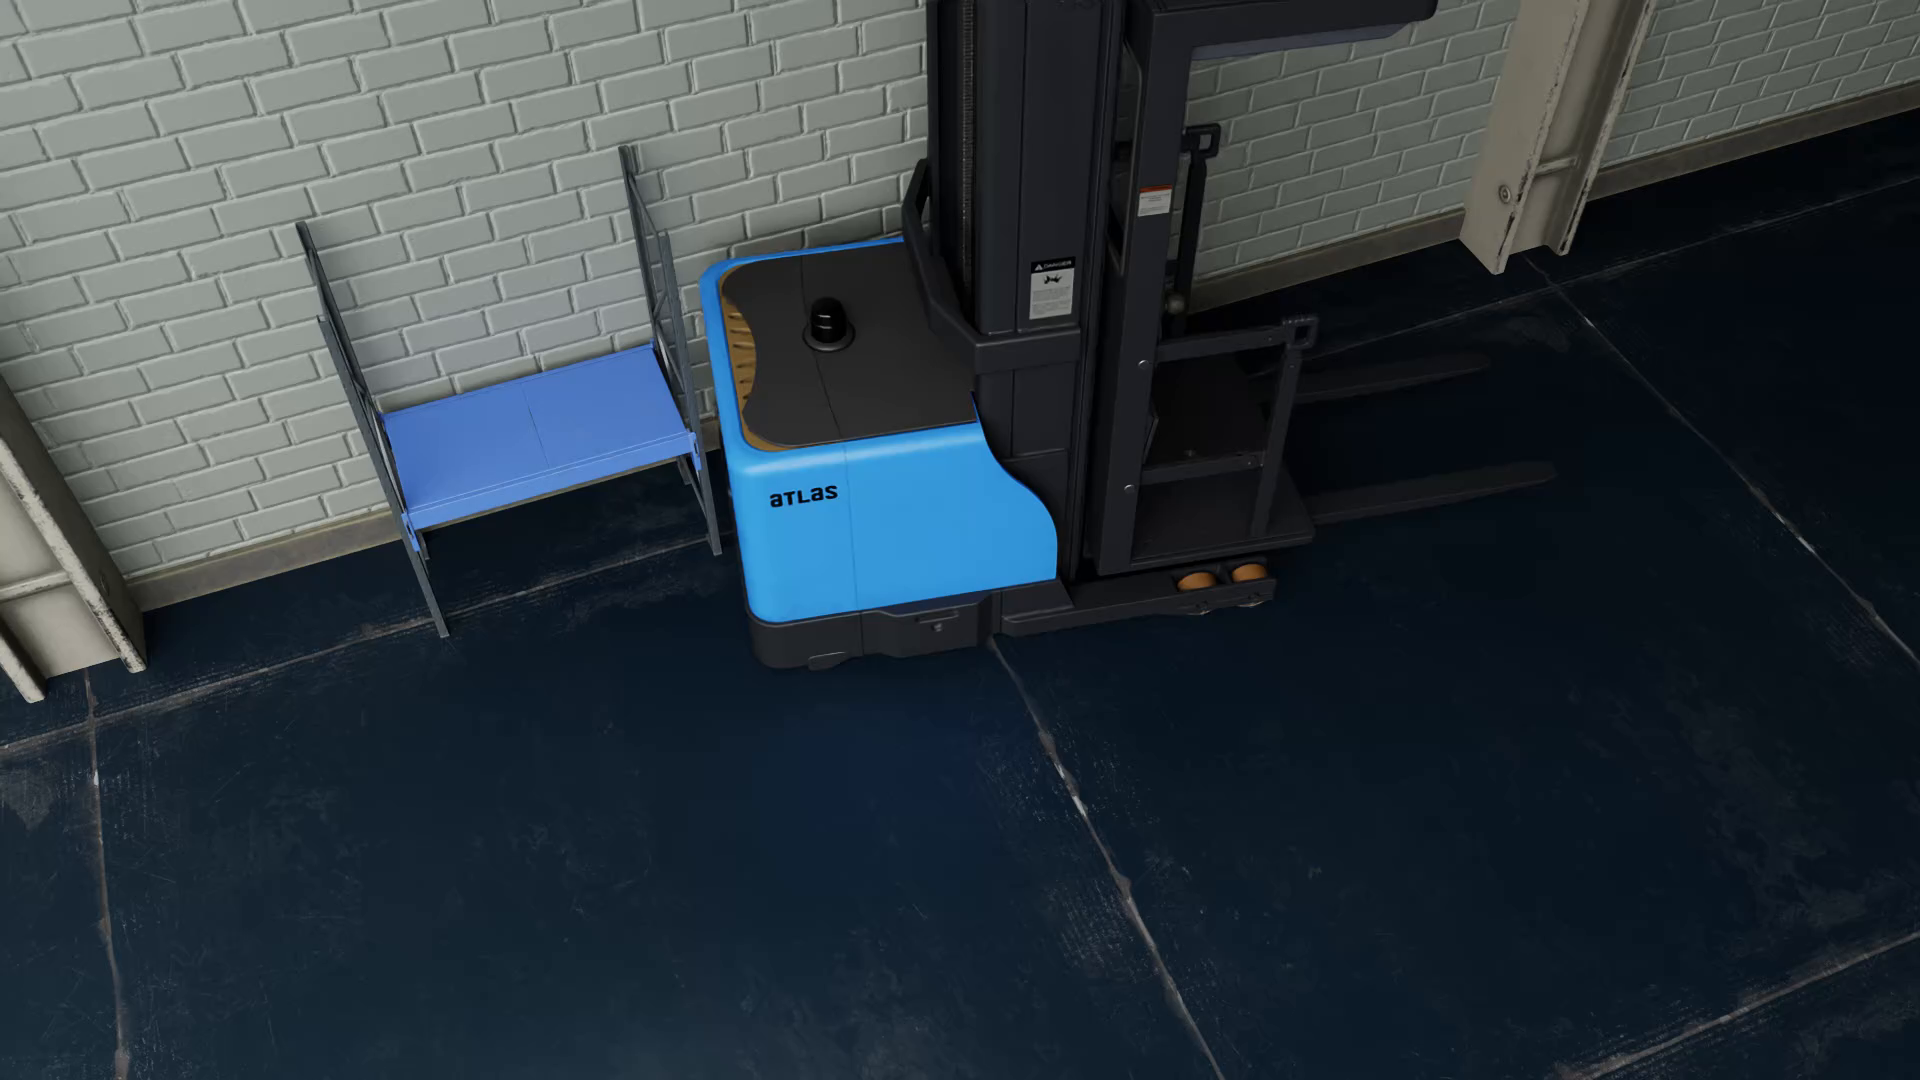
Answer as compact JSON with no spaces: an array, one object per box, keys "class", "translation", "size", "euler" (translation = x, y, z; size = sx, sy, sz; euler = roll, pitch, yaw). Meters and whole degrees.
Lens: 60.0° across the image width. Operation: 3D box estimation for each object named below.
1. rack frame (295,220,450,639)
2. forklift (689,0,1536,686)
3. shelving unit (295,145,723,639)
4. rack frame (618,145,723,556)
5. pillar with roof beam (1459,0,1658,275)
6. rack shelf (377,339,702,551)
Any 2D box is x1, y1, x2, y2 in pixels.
[{"class":"rack frame","translation":[-1.936,-0.315,5.532],"size":[0.032,1.500,0.500],"euler":[-17,52,-14]},{"class":"forklift","translation":[0.652,-1.121,5.281],"size":[3.031,2.935,1.130],"euler":[-14,51,-12]},{"class":"shelving unit","translation":[-1.465,-0.462,5.658],"size":[1.048,1.500,0.538],"euler":[-17,52,-14]},{"class":"rack frame","translation":[-0.995,-0.608,5.783],"size":[0.032,1.500,0.500],"euler":[-17,52,-14]},{"class":"pillar with roof beam","translation":[4.077,-1.227,1.372],"size":[0.400,9.000,9.100],"euler":[-17,52,-14]},{"class":"rack shelf","translation":[-1.465,-0.344,5.794],"size":[1.000,0.185,0.538],"euler":[-17,52,-14]}]
